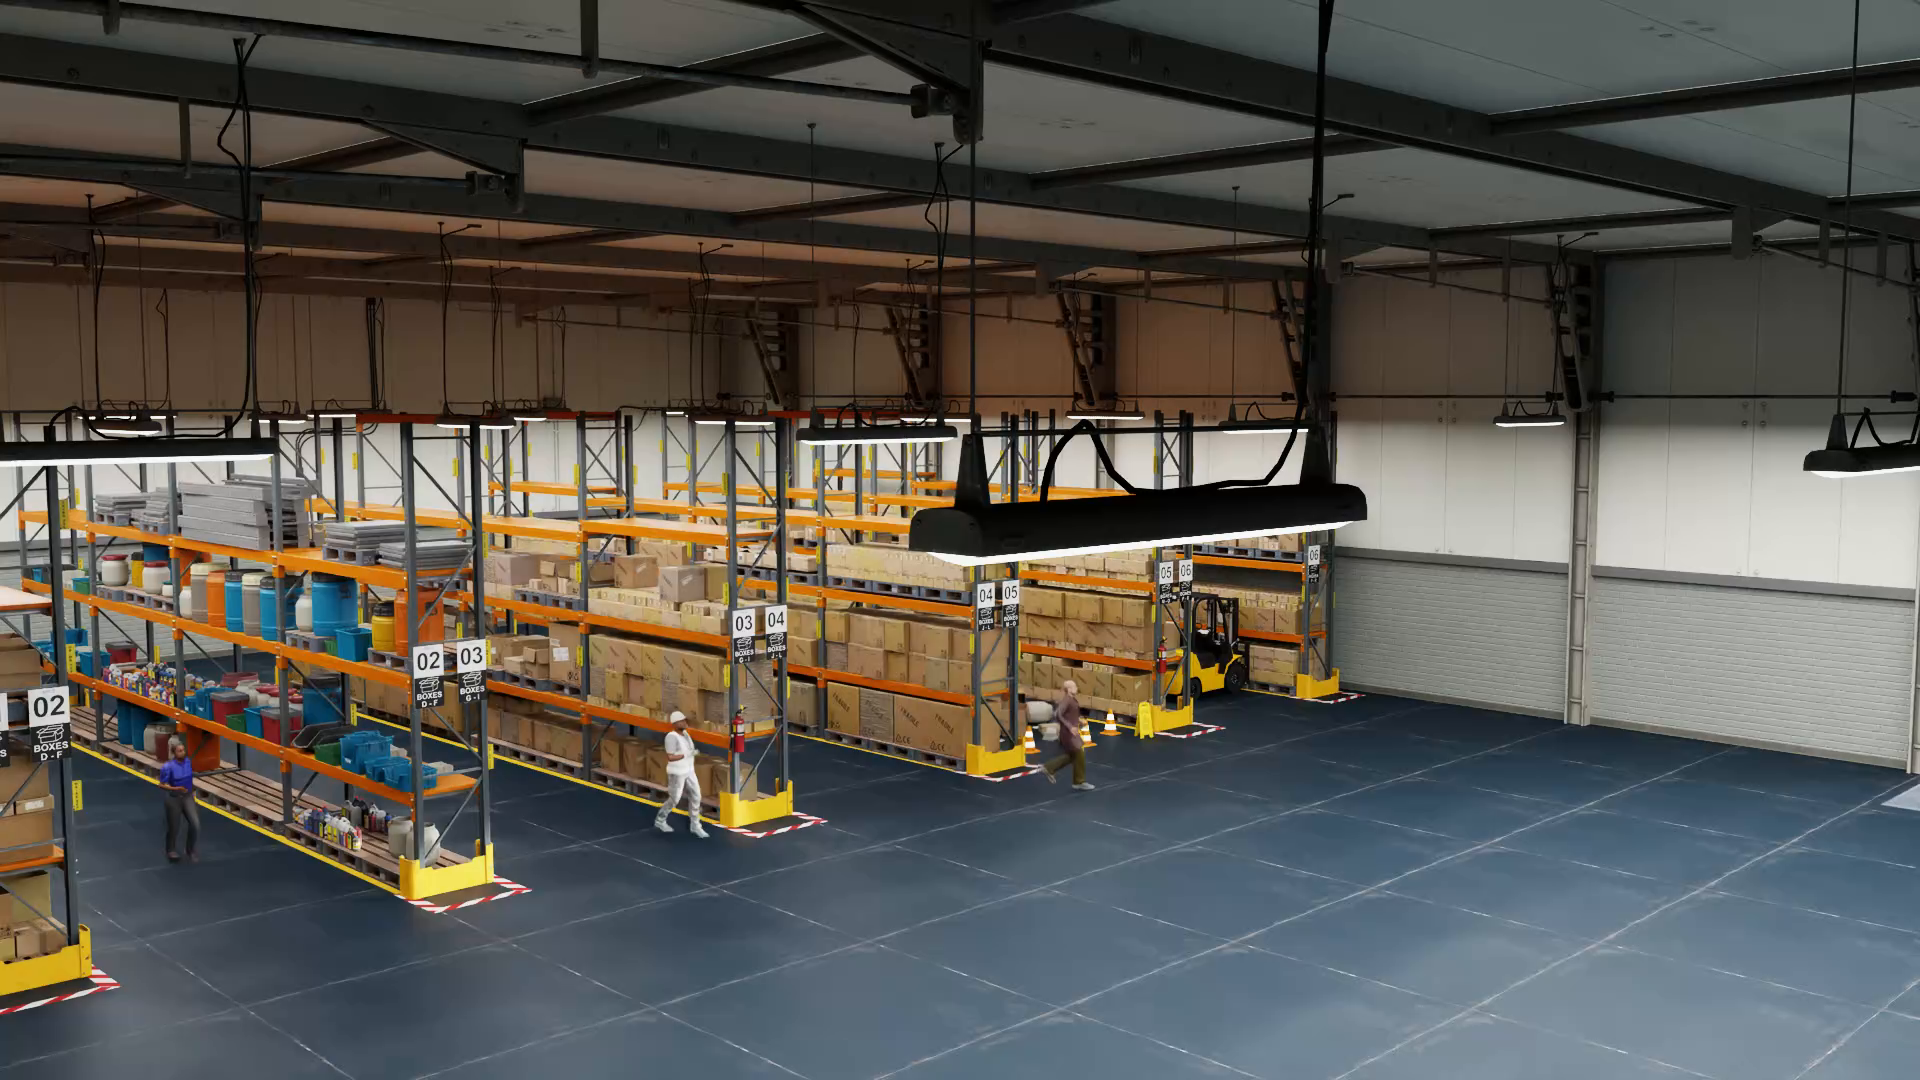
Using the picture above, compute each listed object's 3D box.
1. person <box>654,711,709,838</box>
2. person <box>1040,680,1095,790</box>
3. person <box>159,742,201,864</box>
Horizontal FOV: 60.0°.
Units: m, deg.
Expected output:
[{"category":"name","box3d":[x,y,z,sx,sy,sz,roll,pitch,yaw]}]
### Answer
[{"category":"person","box3d":[-4.005,3.356,23.804,0.813,1.824,0.666,2,5,22]},{"category":"person","box3d":[1.726,3.125,26.744,0.895,1.754,0.736,0,5,4]},{"category":"person","box3d":[-10.545,3.575,22.482,0.727,1.704,0.566,4,6,39]}]
